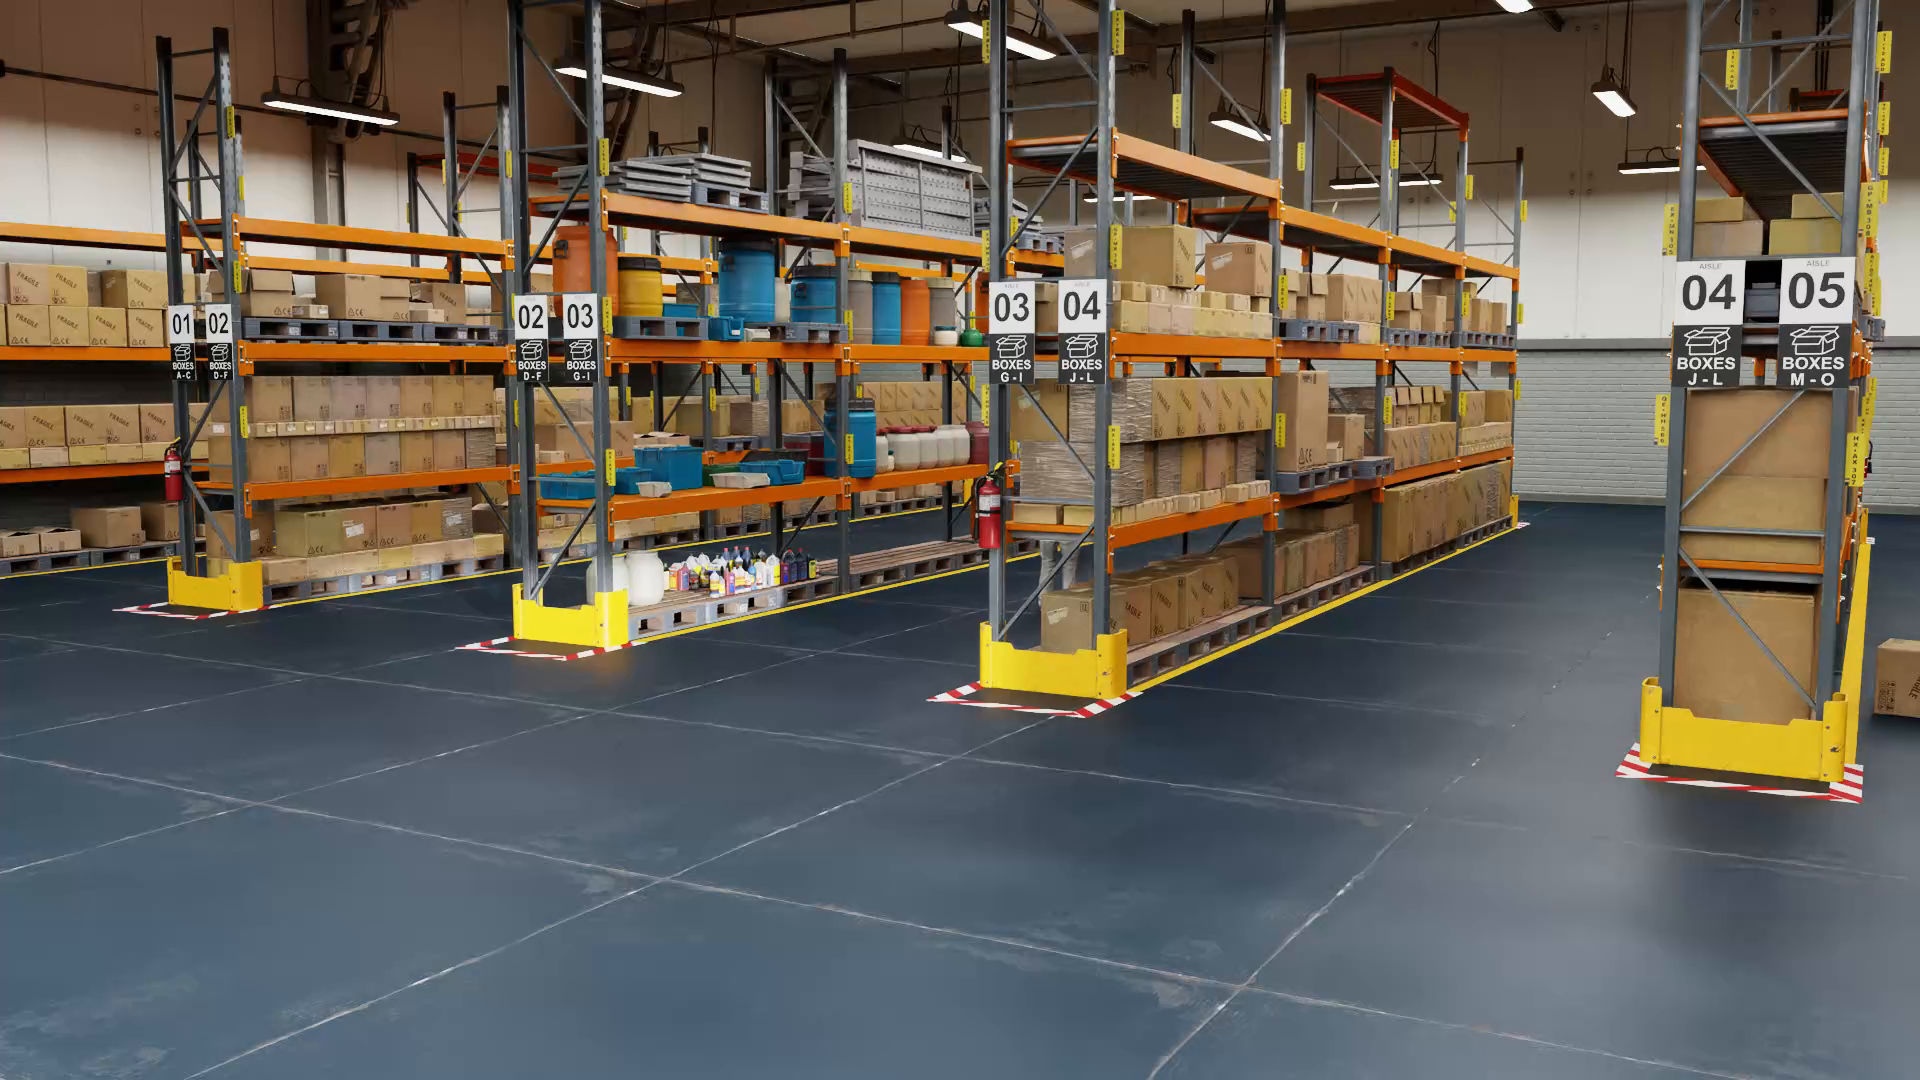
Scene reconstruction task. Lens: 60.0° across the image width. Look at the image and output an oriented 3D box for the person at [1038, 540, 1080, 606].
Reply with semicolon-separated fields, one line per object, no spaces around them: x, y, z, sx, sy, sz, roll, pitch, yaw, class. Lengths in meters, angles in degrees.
1.055;-0.138;17.359;0.487;1.778;0.575;3;7;29;person
